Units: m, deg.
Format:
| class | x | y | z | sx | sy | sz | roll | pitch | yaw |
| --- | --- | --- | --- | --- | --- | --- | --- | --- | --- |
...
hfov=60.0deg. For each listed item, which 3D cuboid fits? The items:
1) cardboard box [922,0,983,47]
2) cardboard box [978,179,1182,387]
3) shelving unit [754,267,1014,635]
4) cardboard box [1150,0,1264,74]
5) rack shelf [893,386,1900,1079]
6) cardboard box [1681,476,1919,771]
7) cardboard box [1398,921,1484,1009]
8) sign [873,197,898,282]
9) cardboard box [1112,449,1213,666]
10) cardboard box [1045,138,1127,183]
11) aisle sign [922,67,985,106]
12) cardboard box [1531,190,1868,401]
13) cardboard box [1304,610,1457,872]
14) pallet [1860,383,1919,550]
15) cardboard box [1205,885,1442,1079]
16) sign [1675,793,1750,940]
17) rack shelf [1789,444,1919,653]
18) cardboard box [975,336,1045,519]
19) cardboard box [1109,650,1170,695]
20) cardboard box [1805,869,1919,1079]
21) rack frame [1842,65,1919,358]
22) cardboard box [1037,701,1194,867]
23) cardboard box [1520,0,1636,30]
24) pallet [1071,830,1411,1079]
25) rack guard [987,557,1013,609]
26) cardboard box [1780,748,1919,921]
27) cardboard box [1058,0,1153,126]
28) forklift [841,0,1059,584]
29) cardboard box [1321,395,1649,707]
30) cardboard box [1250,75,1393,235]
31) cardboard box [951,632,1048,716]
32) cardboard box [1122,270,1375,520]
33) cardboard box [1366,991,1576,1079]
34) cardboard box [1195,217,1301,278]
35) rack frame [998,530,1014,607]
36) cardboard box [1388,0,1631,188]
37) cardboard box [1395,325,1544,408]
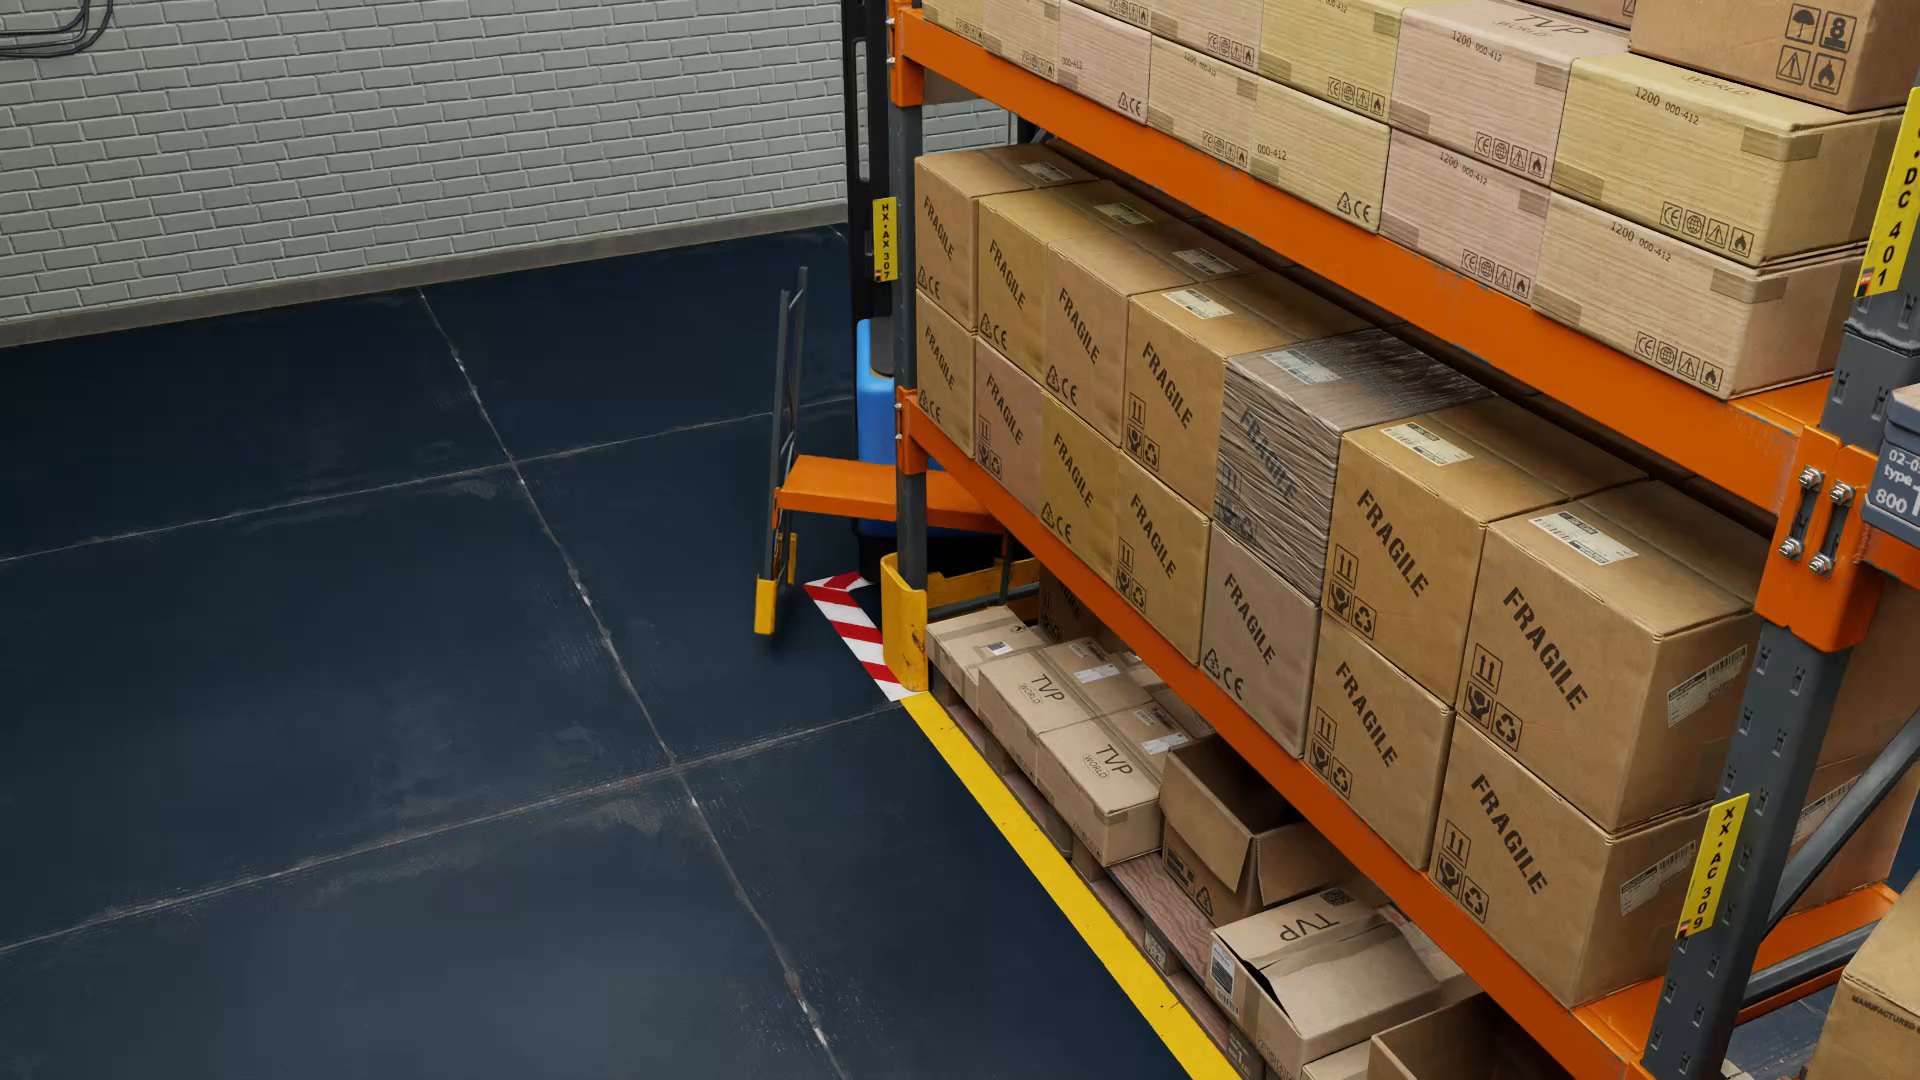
| class | x | y | z | sx | sy | sz | roll | pitch | yaw |
| --- | --- | --- | --- | --- | --- | --- | --- | --- | --- |
| cardboard box | 0.200 | -1.843 | 5.556 | 0.500 | 0.250 | 0.500 | -13 | 32 | -22 |
| cardboard box | 0.393 | -0.879 | 5.626 | 0.500 | 0.500 | 0.500 | -13 | 32 | -21 |
| shelving unit | -0.267 | -0.335 | 7.190 | 1.083 | 1.500 | 0.587 | 7 | 21 | 2 |
| cardboard box | 0.834 | -1.396 | 4.248 | 0.500 | 0.250 | 0.500 | -13 | 32 | -22 |
| rack shelf | 1.068 | 0.317 | 5.353 | 1.077 | 0.370 | 4.000 | -13 | 32 | -22 |
| cardboard box | 1.978 | 0.140 | 3.809 | 0.500 | 0.500 | 0.500 | -12 | 32 | -21 |
| cardboard box | 1.561 | 1.320 | 5.276 | 0.380 | 0.166 | 0.250 | -13 | 32 | -22 |
| sign | -0.281 | -1.144 | 6.337 | 0.100 | 0.325 | 0.005 | -13 | 32 | -22 |
| cardboard box | 0.814 | -0.002 | 5.084 | 0.500 | 0.500 | 0.500 | -13 | 32 | -21 |
| cardboard box | 0.649 | -1.221 | 6.236 | 0.500 | 0.500 | 0.500 | -13 | 32 | -22 |
| aisle sign | -0.085 | -1.982 | 6.060 | 0.394 | 0.787 | 0.004 | -13 | 32 | -22 |
| cardboard box | 1.477 | -0.515 | 3.188 | 0.500 | 0.250 | 0.500 | -13 | 32 | -22 |
| cardboard box | 1.258 | 0.449 | 4.280 | 0.500 | 0.500 | 0.500 | -12 | 31 | -21 |
| pallet | 2.143 | -0.037 | 2.374 | 1.213 | 0.211 | 1.003 | -13 | 32 | -22 |
| cardboard box | 1.104 | 1.344 | 5.085 | 0.500 | 0.311 | 0.500 | -13 | 32 | -22 |
| sign | 1.440 | 0.627 | 3.180 | 0.100 | 0.325 | 0.005 | -13 | 32 | -22 |
| rack shelf | 2.785 | 0.776 | 1.468 | 1.077 | 0.370 | 4.000 | -13 | 32 | -22 |
| cardboard box | 0.388 | -0.445 | 5.875 | 0.500 | 0.500 | 0.500 | -13 | 32 | -22 |
| cardboard box | 0.758 | 0.550 | 6.649 | 0.380 | 0.166 | 0.250 | -13 | 32 | -22 |
| cardboard box | 1.928 | 0.916 | 3.017 | 0.700 | 0.500 | 0.500 | -26 | 38 | -38 |
| rack frame | 1.926 | -1.730 | 2.134 | 1.000 | 3.000 | 0.127 | -13 | 32 | -22 |
| cardboard box | 0.616 | 0.869 | 5.995 | 0.500 | 0.250 | 0.500 | -13 | 32 | -22 |
| cardboard box | 1.597 | -1.359 | 3.414 | 0.700 | 0.500 | 0.500 | -13 | 32 | -22 |
| pallet | 1.105 | 1.260 | 5.787 | 1.003 | 0.211 | 1.213 | -13 | 32 | -22 |
| rack guard | 0.167 | 0.303 | 7.400 | 0.087 | 0.250 | 0.587 | 7 | 21 | 2 |
| cardboard box | 1.954 | 0.561 | 4.080 | 0.500 | 0.500 | 0.500 | -12 | 32 | -21 |
| cardboard box | 0.619 | -1.398 | 4.764 | 0.500 | 0.250 | 0.500 | -13 | 32 | -22 |
| forklift | -0.023 | -1.763 | 8.397 | 1.130 | 2.935 | 3.031 | -2 | 29 | -3 |
| cardboard box | 1.253 | 0.013 | 4.036 | 0.500 | 0.500 | 0.500 | -14 | 32 | -23 |
| cardboard box | 1.050 | -0.957 | 3.976 | 0.500 | 0.250 | 0.500 | -13 | 32 | -22 |
| cardboard box | 0.186 | 0.532 | 6.682 | 0.380 | 0.166 | 0.250 | -13 | 32 | -22 |
| cardboard box | 0.822 | -0.433 | 4.830 | 0.500 | 0.500 | 0.500 | -13 | 32 | -22 |
| cardboard box | 1.426 | 1.593 | 4.448 | 0.500 | 0.500 | 0.500 | -13 | 32 | -22 |
| cardboard box | 1.093 | -0.770 | 5.431 | 0.500 | 0.500 | 0.500 | -12 | 32 | -21 |
| rack frame | 0.247 | -0.275 | 7.174 | 0.032 | 1.500 | 0.500 | 7 | 21 | 2 |
| cardboard box | 1.261 | -0.953 | 3.459 | 0.500 | 0.250 | 0.500 | -13 | 32 | -22 |
| cardboard box | 1.536 | -0.315 | 4.620 | 0.500 | 0.500 | 0.500 | -14 | 32 | -23 |
